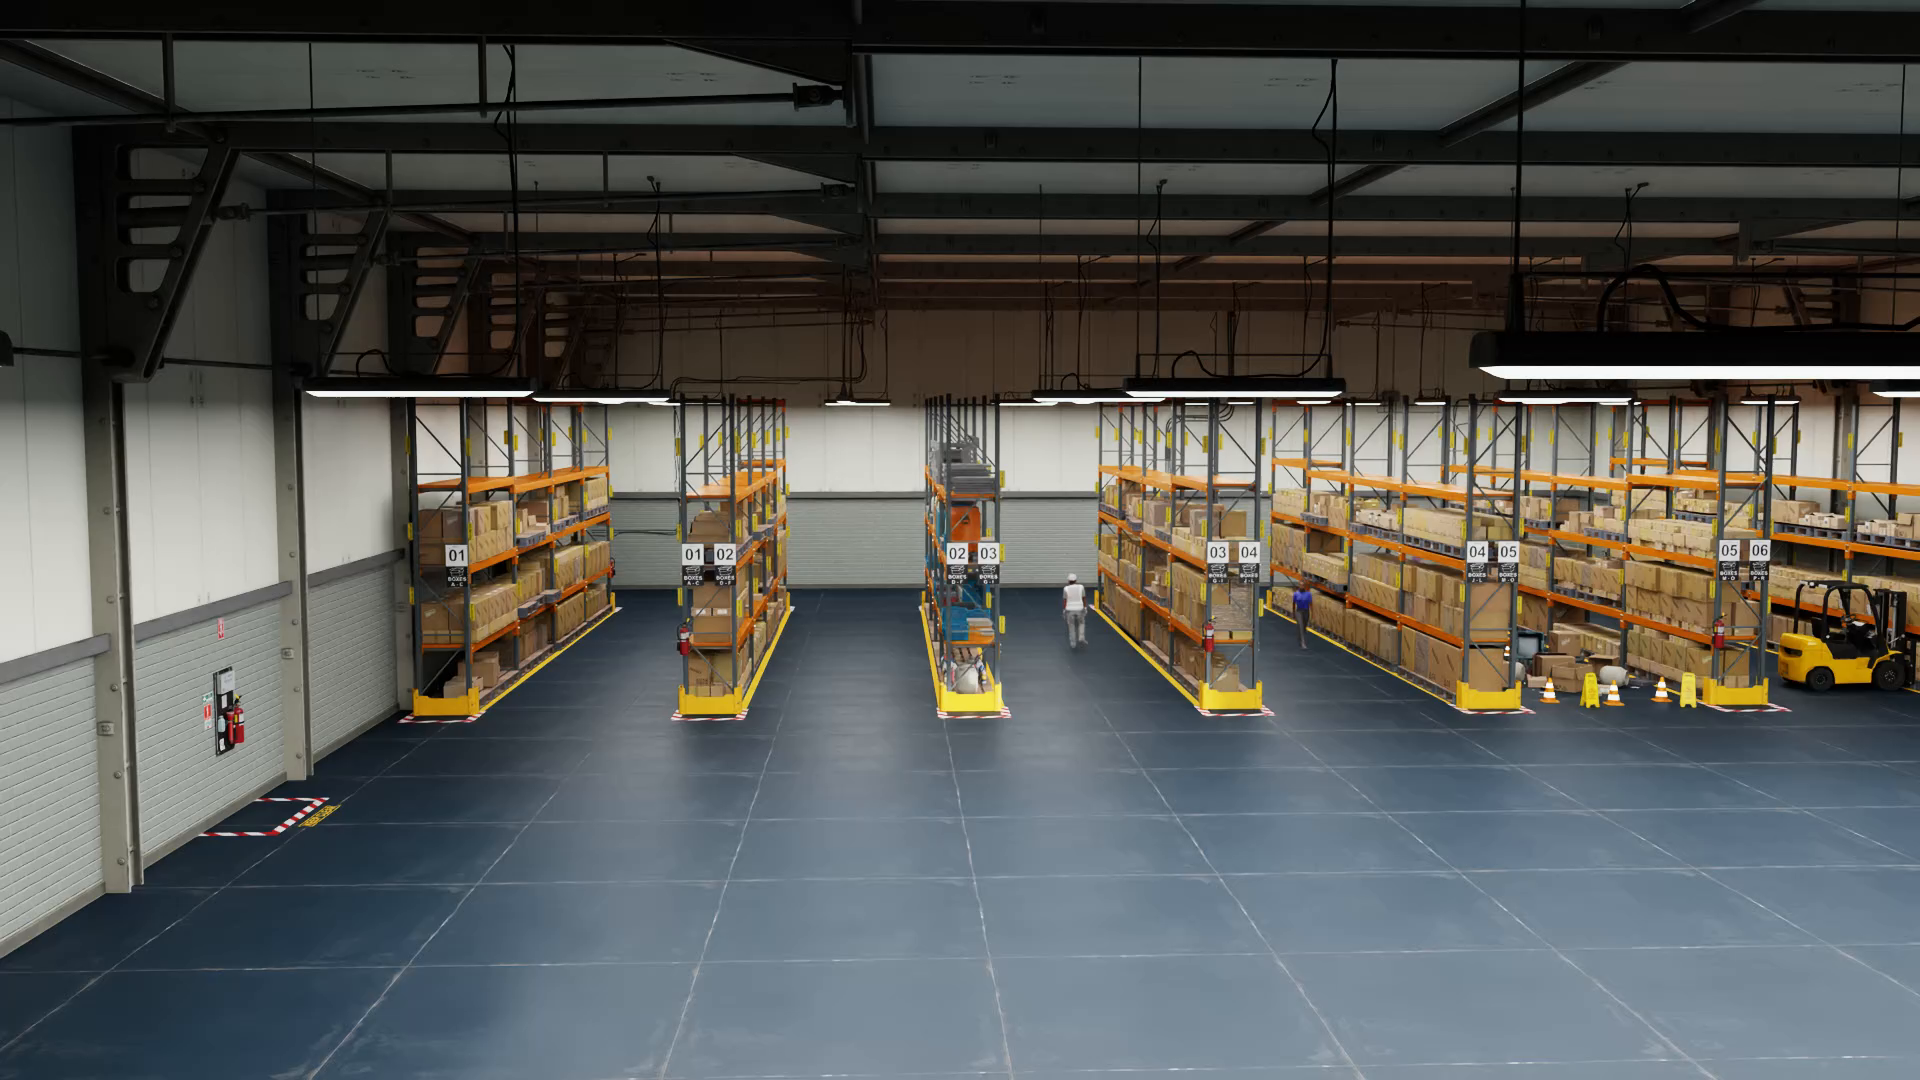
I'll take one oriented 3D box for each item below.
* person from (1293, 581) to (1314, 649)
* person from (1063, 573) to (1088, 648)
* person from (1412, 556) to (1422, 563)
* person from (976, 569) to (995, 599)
[{"bbox_3d":[8.209,1.765,39.772,0.435,1.594,1.021,0,5,-5],"label":"person"},{"bbox_3d":[2.760,1.691,39.768,0.601,1.781,0.485,-1,5,-7],"label":"person"},{"bbox_3d":[14.206,0.863,51.688,0.597,1.647,0.453,-2,5,-28],"label":"person"},{"bbox_3d":[0.632,0.889,50.097,0.967,1.734,0.515,2,5,19],"label":"person"}]
